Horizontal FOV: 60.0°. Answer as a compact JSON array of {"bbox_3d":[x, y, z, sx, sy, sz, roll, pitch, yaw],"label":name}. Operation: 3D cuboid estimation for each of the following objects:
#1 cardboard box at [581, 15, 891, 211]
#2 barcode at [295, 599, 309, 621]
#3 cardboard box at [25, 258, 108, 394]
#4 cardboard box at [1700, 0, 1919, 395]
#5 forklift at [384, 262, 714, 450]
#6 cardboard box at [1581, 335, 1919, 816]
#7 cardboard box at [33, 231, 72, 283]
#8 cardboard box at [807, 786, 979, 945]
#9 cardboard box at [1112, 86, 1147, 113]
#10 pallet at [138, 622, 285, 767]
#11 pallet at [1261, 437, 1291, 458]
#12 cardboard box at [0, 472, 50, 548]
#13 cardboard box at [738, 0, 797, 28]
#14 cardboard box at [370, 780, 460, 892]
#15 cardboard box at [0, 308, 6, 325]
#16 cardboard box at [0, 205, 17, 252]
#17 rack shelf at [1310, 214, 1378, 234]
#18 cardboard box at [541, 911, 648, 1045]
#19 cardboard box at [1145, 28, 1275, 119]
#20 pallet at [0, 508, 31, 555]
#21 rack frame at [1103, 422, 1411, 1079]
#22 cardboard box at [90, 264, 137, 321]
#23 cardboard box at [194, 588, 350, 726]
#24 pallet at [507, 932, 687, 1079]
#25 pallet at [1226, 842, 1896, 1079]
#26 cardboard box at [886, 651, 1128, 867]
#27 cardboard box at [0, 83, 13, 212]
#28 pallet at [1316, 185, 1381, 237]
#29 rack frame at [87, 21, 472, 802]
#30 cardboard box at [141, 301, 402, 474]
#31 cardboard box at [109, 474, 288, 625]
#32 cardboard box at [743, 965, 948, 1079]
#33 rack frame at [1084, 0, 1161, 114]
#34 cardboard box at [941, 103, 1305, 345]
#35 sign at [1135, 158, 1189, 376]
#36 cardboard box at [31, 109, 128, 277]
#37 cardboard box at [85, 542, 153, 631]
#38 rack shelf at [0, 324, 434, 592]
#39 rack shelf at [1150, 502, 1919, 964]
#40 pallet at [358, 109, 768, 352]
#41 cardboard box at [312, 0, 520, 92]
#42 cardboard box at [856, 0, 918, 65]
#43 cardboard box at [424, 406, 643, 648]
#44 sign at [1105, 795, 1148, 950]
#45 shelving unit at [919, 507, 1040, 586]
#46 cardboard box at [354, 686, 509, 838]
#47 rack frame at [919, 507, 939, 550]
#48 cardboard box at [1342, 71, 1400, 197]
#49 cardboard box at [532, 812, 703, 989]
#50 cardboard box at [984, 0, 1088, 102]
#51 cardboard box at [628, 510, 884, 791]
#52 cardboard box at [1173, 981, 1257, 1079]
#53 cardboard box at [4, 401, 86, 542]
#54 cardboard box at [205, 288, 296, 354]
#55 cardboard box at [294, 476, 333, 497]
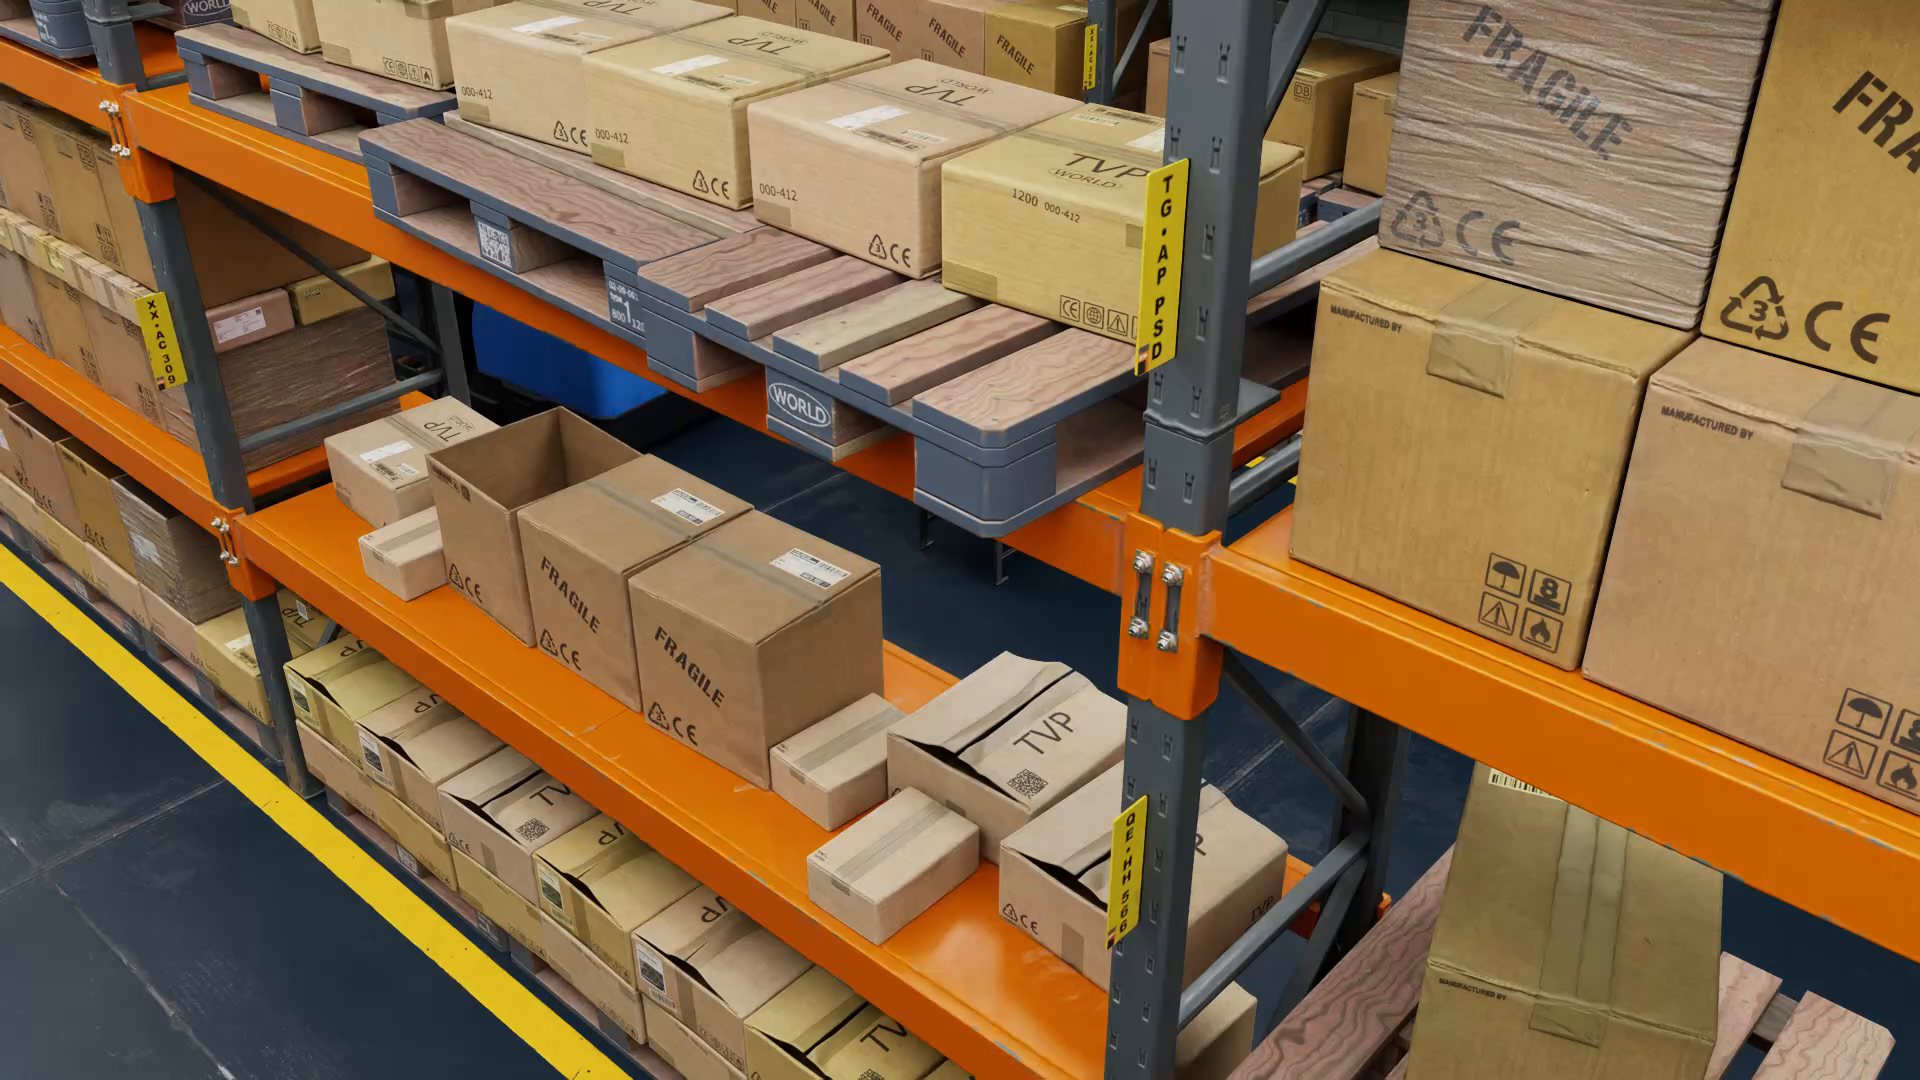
[{"bbox_3d":[-0.505,-0.995,3.825,0.500,0.250,0.500,24,39,34],"label":"cardboard box"},{"bbox_3d":[-2.370,0.252,5.989,0.075,0.075,0.001,25,39,35],"label":"barcode"},{"bbox_3d":[-3.378,-1.016,6.932,0.500,0.500,0.700,26,39,36],"label":"cardboard box"},{"bbox_3d":[1.383,-0.508,2.212,0.500,0.500,0.500,25,39,35],"label":"cardboard box"},{"bbox_3d":[-2.721,-2.292,9.216,3.031,2.935,1.130,22,37,32],"label":"forklift"},{"bbox_3d":[1.410,-0.095,2.495,0.500,0.500,0.910,25,39,35],"label":"cardboard box"},{"bbox_3d":[-3.378,-1.152,6.530,0.250,0.149,0.380,25,39,35],"label":"cardboard box"},{"bbox_3d":[-0.166,0.820,4.223,0.250,0.149,0.380,25,39,35],"label":"cardboard box"},{"bbox_3d":[0.837,-2.551,9.705,0.500,0.250,0.500,26,39,36],"label":"cardboard box"},{"bbox_3d":[-2.841,0.437,7.319,1.213,0.211,1.003,25,39,35],"label":"pallet"},{"bbox_3d":[1.620,-0.898,9.538,1.213,0.211,1.003,25,39,35],"label":"pallet"},{"bbox_3d":[-4.253,-0.237,7.994,0.500,0.250,0.500,25,39,35],"label":"cardboard box"},{"bbox_3d":[-1.033,-3.376,10.348,0.500,0.500,0.500,24,38,34],"label":"cardboard box"},{"bbox_3d":[-1.769,0.943,6.033,0.500,0.250,0.500,26,40,36],"label":"cardboard box"},{"bbox_3d":[-4.151,-1.373,7.526,0.500,0.500,0.700,25,39,35],"label":"cardboard box"},{"bbox_3d":[-3.764,-1.330,6.825,0.250,0.149,0.380,27,40,37],"label":"cardboard box"},{"bbox_3d":[2.524,-1.362,8.301,4.000,0.370,1.077,25,39,35],"label":"rack shelf"},{"bbox_3d":[-1.006,1.298,5.444,0.500,0.250,0.500,26,40,36],"label":"cardboard box"},{"bbox_3d":[1.396,-2.404,8.812,0.500,0.500,0.700,25,39,35],"label":"cardboard box"},{"bbox_3d":[-4.650,-0.408,8.722,1.213,0.211,1.003,25,39,35],"label":"pallet"},{"bbox_3d":[0.686,0.918,3.817,0.127,3.000,1.000,25,39,35],"label":"rack frame"},{"bbox_3d":[-3.003,-0.975,6.236,0.250,0.149,0.380,24,38,34],"label":"cardboard box"},{"bbox_3d":[-2.770,0.455,6.845,0.500,0.250,0.500,25,39,35],"label":"cardboard box"},{"bbox_3d":[-0.798,1.390,5.736,1.213,0.211,1.003,25,39,35],"label":"pallet"},{"bbox_3d":[1.236,1.208,3.521,1.003,0.211,1.213,25,39,35],"label":"pallet"},{"bbox_3d":[0.153,0.573,4.477,0.500,0.311,0.500,25,39,35],"label":"cardboard box"},{"bbox_3d":[-3.729,-1.737,6.873,0.500,0.500,0.700,25,39,35],"label":"cardboard box"},{"bbox_3d":[2.512,-1.565,8.127,1.213,0.211,1.003,25,39,35],"label":"pallet"},{"bbox_3d":[-2.280,-0.466,6.116,0.127,3.000,1.000,25,39,35],"label":"rack frame"},{"bbox_3d":[-2.613,-0.660,6.342,0.500,0.500,0.700,24,38,34],"label":"cardboard box"},{"bbox_3d":[-3.133,-0.044,6.946,0.500,0.500,0.500,25,39,35],"label":"cardboard box"},{"bbox_3d":[-0.257,1.411,4.712,0.500,0.311,0.500,24,39,34],"label":"cardboard box"},{"bbox_3d":[1.042,-2.362,9.265,0.127,3.000,1.000,25,39,35],"label":"rack frame"},{"bbox_3d":[0.312,-0.618,3.199,0.500,0.250,0.500,22,37,32],"label":"cardboard box"},{"bbox_3d":[0.308,-0.413,2.542,0.005,0.325,0.100,25,39,35],"label":"sign"},{"bbox_3d":[-2.988,-1.391,6.297,0.500,0.500,0.700,25,39,35],"label":"cardboard box"},{"bbox_3d":[-3.515,0.111,7.417,0.500,0.250,0.500,25,39,35],"label":"cardboard box"},{"bbox_3d":[-3.763,-0.850,7.452,4.000,0.370,1.077,25,39,35],"label":"rack shelf"},{"bbox_3d":[2.169,0.633,2.079,4.000,0.370,1.077,25,39,35],"label":"rack shelf"},{"bbox_3d":[-0.708,-0.873,4.066,1.213,0.211,1.003,27,40,37],"label":"pallet"},{"bbox_3d":[-1.420,-1.461,4.599,0.500,0.250,0.500,21,37,31],"label":"cardboard box"},{"bbox_3d":[-0.256,-3.022,9.760,0.500,0.500,0.500,24,38,34],"label":"cardboard box"},{"bbox_3d":[-1.331,-0.055,5.336,0.500,0.500,0.500,-26,40,-36],"label":"cardboard box"},{"bbox_3d":[0.316,0.635,3.164,0.005,0.325,0.100,25,39,35],"label":"sign"},{"bbox_3d":[0.123,-0.842,7.613,0.503,2.100,0.431,25,39,35],"label":"shelving unit"},{"bbox_3d":[-1.773,0.705,5.886,0.500,0.311,0.500,25,39,35],"label":"cardboard box"},{"bbox_3d":[-0.058,-0.927,7.754,0.015,2.100,0.400,25,39,35],"label":"rack frame"},{"bbox_3d":[2.315,-1.992,8.127,0.700,0.500,0.500,-23,38,-33],"label":"cardboard box"},{"bbox_3d":[-1.000,1.061,5.294,0.500,0.311,0.500,26,40,36],"label":"cardboard box"},{"bbox_3d":[0.484,-2.673,9.181,0.500,0.500,0.500,25,39,35],"label":"cardboard box"},{"bbox_3d":[-0.569,0.301,4.745,0.500,0.500,0.500,23,38,33],"label":"cardboard box"},{"bbox_3d":[0.495,1.382,4.761,0.500,0.311,0.500,27,40,37],"label":"cardboard box"},{"bbox_3d":[-3.887,-0.383,7.510,0.500,0.500,0.500,25,39,35],"label":"cardboard box"},{"bbox_3d":[-2.625,-0.799,5.944,0.250,0.149,0.380,25,39,35],"label":"cardboard box"},{"bbox_3d":[-2.413,-0.070,6.989,0.500,0.500,0.500,25,39,35],"label":"cardboard box"}]
